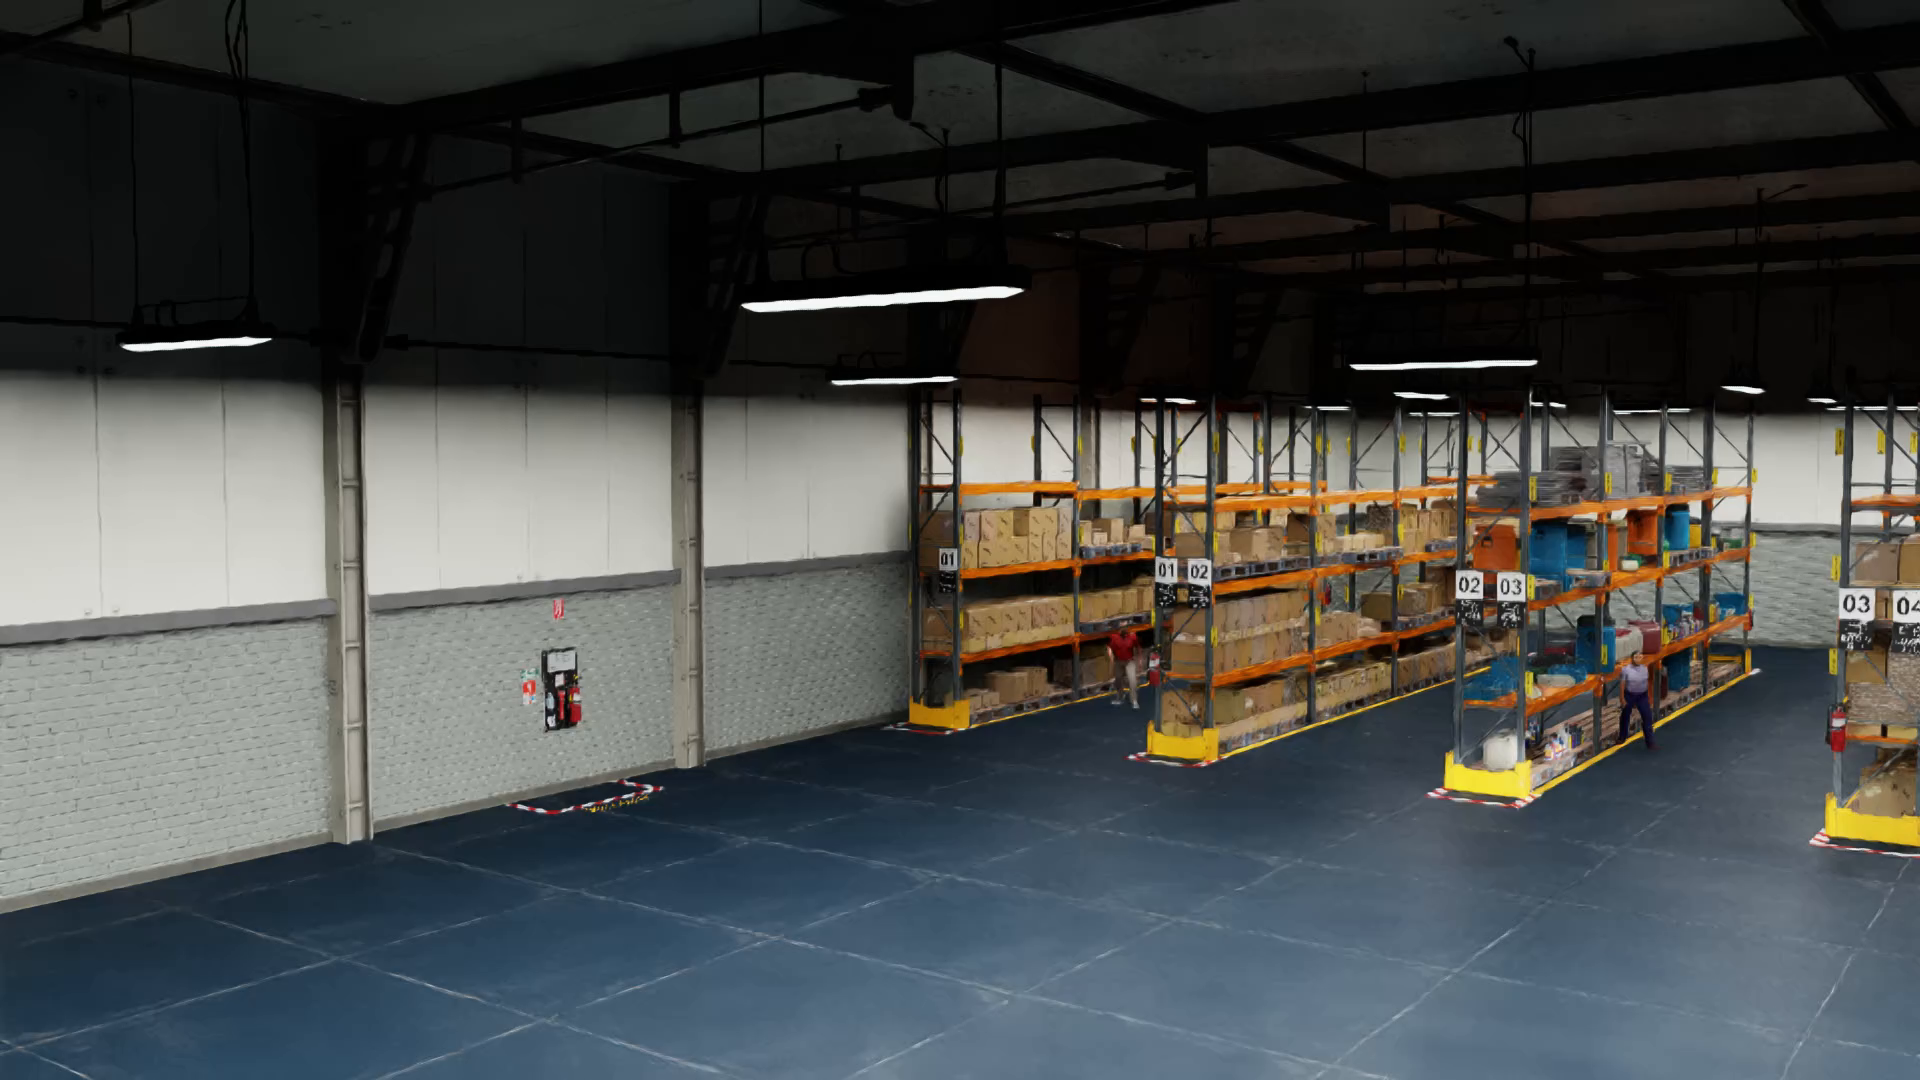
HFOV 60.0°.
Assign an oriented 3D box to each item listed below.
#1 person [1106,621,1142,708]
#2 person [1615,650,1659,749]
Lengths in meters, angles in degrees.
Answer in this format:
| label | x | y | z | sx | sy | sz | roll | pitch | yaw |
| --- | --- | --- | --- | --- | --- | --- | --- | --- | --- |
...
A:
| label | x | y | z | sx | sy | sz | roll | pitch | yaw |
| --- | --- | --- | --- | --- | --- | --- | --- | --- | --- |
| person | 3.163 | 2.356 | 31.749 | 0.706 | 1.662 | 0.843 | 1 | 3 | 18 |
| person | 11.181 | 2.615 | 27.462 | 0.551 | 1.612 | 0.779 | 0 | 3 | 6 |
